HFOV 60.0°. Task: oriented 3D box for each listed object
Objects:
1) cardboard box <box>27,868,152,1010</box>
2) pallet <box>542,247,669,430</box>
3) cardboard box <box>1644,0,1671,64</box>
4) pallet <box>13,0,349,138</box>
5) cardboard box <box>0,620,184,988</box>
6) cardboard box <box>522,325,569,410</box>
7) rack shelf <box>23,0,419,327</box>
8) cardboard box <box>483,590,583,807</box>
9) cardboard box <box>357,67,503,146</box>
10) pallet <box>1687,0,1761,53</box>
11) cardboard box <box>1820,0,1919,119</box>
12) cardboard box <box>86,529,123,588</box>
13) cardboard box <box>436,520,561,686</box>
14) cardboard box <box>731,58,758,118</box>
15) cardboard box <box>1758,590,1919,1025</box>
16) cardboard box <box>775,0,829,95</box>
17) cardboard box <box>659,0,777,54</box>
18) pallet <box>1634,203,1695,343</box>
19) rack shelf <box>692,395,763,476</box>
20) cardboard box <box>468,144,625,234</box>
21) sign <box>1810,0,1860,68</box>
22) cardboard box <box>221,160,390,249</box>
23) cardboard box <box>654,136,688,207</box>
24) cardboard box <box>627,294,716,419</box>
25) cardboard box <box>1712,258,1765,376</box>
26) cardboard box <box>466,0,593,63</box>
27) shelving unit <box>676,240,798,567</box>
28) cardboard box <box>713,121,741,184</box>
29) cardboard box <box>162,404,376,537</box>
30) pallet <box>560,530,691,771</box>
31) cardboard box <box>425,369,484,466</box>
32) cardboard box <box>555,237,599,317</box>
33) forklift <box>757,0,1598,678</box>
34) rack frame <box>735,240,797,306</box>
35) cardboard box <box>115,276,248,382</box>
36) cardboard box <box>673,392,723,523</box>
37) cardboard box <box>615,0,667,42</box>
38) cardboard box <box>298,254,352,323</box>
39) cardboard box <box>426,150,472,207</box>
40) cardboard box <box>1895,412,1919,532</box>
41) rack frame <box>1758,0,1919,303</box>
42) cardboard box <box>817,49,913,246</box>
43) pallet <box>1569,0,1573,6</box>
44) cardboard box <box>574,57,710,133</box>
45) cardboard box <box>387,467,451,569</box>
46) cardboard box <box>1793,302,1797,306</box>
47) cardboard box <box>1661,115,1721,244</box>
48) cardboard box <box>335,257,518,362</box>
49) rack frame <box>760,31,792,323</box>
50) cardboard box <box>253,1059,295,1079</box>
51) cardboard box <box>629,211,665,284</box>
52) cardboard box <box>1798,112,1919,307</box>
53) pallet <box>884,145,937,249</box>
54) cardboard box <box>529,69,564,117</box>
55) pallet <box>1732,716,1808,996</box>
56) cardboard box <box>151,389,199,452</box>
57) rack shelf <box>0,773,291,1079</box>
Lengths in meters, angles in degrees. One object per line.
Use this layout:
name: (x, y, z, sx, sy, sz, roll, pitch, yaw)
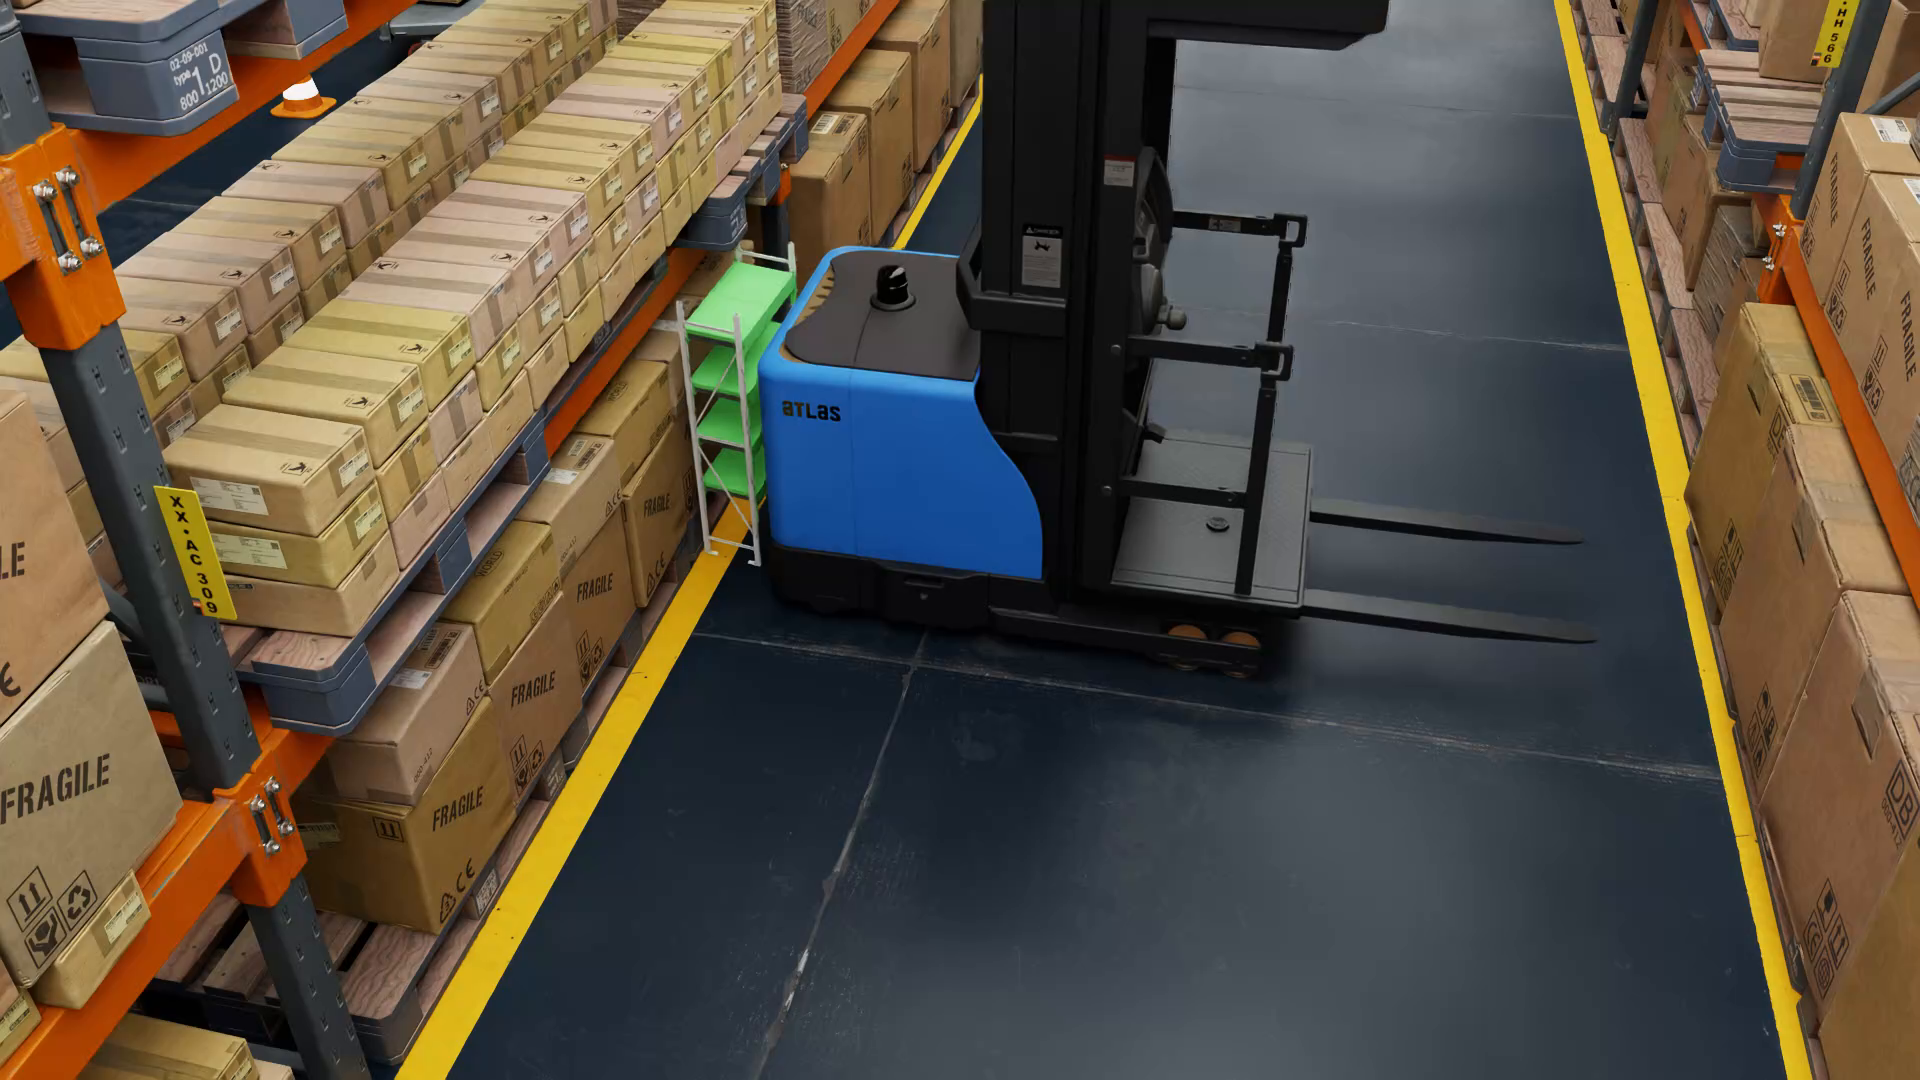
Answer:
cardboard box: (-1.884, 0.773, 3.342, 0.380, 0.149, 0.250, 6, 36, 9)
pallet: (-1.631, -0.759, 5.405, 1.003, 0.211, 1.213, 7, 37, 10)
cardboard box: (4.669, -3.302, 10.522, 0.500, 0.500, 0.500, 19, 40, 24)
pallet: (-1.867, -1.163, 3.402, 1.213, 0.211, 1.003, 7, 37, 10)
cardboard box: (-1.930, 0.468, 3.209, 0.500, 0.500, 0.500, 7, 37, 10)
cardboard box: (-1.350, -0.512, 4.757, 0.380, 0.149, 0.250, 6, 36, 8)
rack shelf: (-1.676, -1.753, 4.670, 1.077, 0.370, 4.000, 7, 37, 10)
cardboard box: (-1.575, 0.465, 5.325, 0.500, 0.500, 0.500, 9, 37, 12)
cardboard box: (-1.761, -1.444, 5.535, 0.380, 0.149, 0.250, 9, 37, 12)
pallet: (3.958, -2.359, 7.613, 1.003, 0.211, 1.213, 7, 37, 10)
cardboard box: (3.652, -1.822, 6.265, 0.500, 0.500, 0.500, 3, 36, 4)
cardboard box: (-2.211, -0.004, 4.056, 0.380, 0.149, 0.250, 7, 36, 9)
cardboard box: (-1.576, 0.159, 5.108, 0.500, 0.250, 0.500, 8, 37, 11)
cardboard box: (-0.965, -1.672, 6.104, 0.380, 0.149, 0.250, 9, 37, 12)
cardboard box: (3.028, 0.805, 4.537, 1.225, 0.875, 0.875, 6, 36, 8)
cardboard box: (-0.889, -2.241, 7.200, 0.500, 0.500, 0.500, 8, 37, 10)
cardboard box: (-0.905, -1.947, 6.230, 0.380, 0.149, 0.250, 6, 36, 8)
pallet: (4.007, -1.313, 8.382, 1.003, 0.211, 1.213, 7, 37, 10)
rack shelf: (-0.817, -0.476, 6.442, 0.258, 0.148, 0.480, 14, 44, 13)
cardboard box: (-1.240, -1.057, 5.002, 0.380, 0.149, 0.250, 8, 37, 11)
sign: (3.043, -1.796, 5.753, 0.100, 0.325, 0.005, 7, 37, 10)
cardboard box: (-1.929, -0.994, 4.915, 0.380, 0.149, 0.250, 6, 36, 8)
cardboard box: (-1.128, -1.235, 5.501, 0.380, 0.149, 0.250, 7, 37, 10)
cardboard box: (-1.236, -0.722, 6.324, 0.500, 0.250, 0.500, 8, 37, 11)
cardboard box: (3.699, -0.850, 7.122, 0.700, 0.500, 0.500, 5, 36, 8)
cardboard box: (-1.591, -1.891, 6.152, 0.380, 0.149, 0.250, 6, 36, 9)
shelving unit: (-0.816, -0.523, 6.399, 0.258, 1.200, 0.503, 14, 44, 13)
cardboard box: (-1.014, -1.415, 6.002, 0.380, 0.149, 0.250, 8, 37, 11)
cardboard box: (-1.569, -0.161, 3.765, 0.380, 0.149, 0.250, 9, 37, 12)
pallet: (-1.680, 0.297, 6.160, 1.003, 0.211, 1.213, 7, 37, 10)
cardboard box: (-1.461, -0.337, 4.262, 0.380, 0.149, 0.250, 8, 37, 11)
cardboard box: (-1.294, -0.793, 4.891, 0.380, 0.149, 0.250, 7, 36, 9)
forklift: (0.845, -1.028, 5.671, 3.031, 2.935, 1.130, 7, 37, 10)
rack frame: (-0.738, -0.678, 6.570, 0.240, 1.200, 0.015, 14, 44, 13)
cardboard box: (-2.094, -0.549, 4.301, 0.380, 0.149, 0.250, 6, 36, 8)
cardboard box: (-1.248, -0.427, 6.556, 0.500, 0.500, 0.500, 9, 37, 12)
cardboard box: (-1.415, -2.309, 7.295, 0.500, 0.500, 0.500, 7, 37, 10)
cardboard box: (-1.989, -0.725, 4.796, 0.380, 0.149, 0.250, 6, 36, 8)
cardboard box: (-1.822, -1.175, 5.418, 0.380, 0.149, 0.250, 7, 37, 10)
cardboard box: (2.883, -0.217, 4.408, 0.500, 0.500, 0.500, 7, 37, 10)
rack frame: (3.575, -1.297, 5.984, 1.000, 3.000, 0.127, 7, 37, 10)
cardboard box: (-0.847, -2.075, 8.617, 1.050, 0.750, 0.750, 8, 37, 11)
pallet: (5.060, -4.250, 12.433, 1.003, 0.211, 1.213, 7, 37, 10)
cardboard box: (-1.071, -1.500, 5.613, 0.380, 0.149, 0.250, 8, 37, 11)
cardboard box: (-1.516, -0.080, 4.160, 0.380, 0.149, 0.250, 8, 37, 11)
cardboard box: (3.689, -1.155, 6.903, 0.500, 0.250, 0.500, 9, 37, 12)
cardboard box: (4.038, -1.815, 8.454, 0.700, 0.500, 0.500, 4, 36, 6)
cardboard box: (-1.403, -0.611, 4.386, 0.380, 0.149, 0.250, 7, 36, 9)
rack frame: (-1.249, -1.977, 6.921, 1.000, 3.000, 0.127, 7, 37, 10)
cardboard box: (-1.860, 1.401, 4.079, 0.380, 0.149, 0.250, 8, 37, 11)
cardboard box: (-1.184, -0.970, 5.388, 0.380, 0.149, 0.250, 8, 37, 11)
cardboard box: (3.206, -1.093, 5.617, 0.500, 0.500, 0.500, 8, 37, 11)
pallet: (-0.744, -1.988, 9.312, 1.003, 0.211, 1.213, 7, 37, 10)
cardboard box: (-1.658, -1.604, 6.010, 0.380, 0.149, 0.250, 6, 36, 9)
pallet: (3.071, 0.972, 5.229, 1.003, 0.211, 1.213, 7, 37, 10)
cardboard box: (-2.156, -0.276, 4.178, 0.380, 0.149, 0.250, 8, 37, 10)
rack shelf: (-2.530, 1.754, 2.386, 1.077, 0.370, 4.000, 7, 37, 10)
